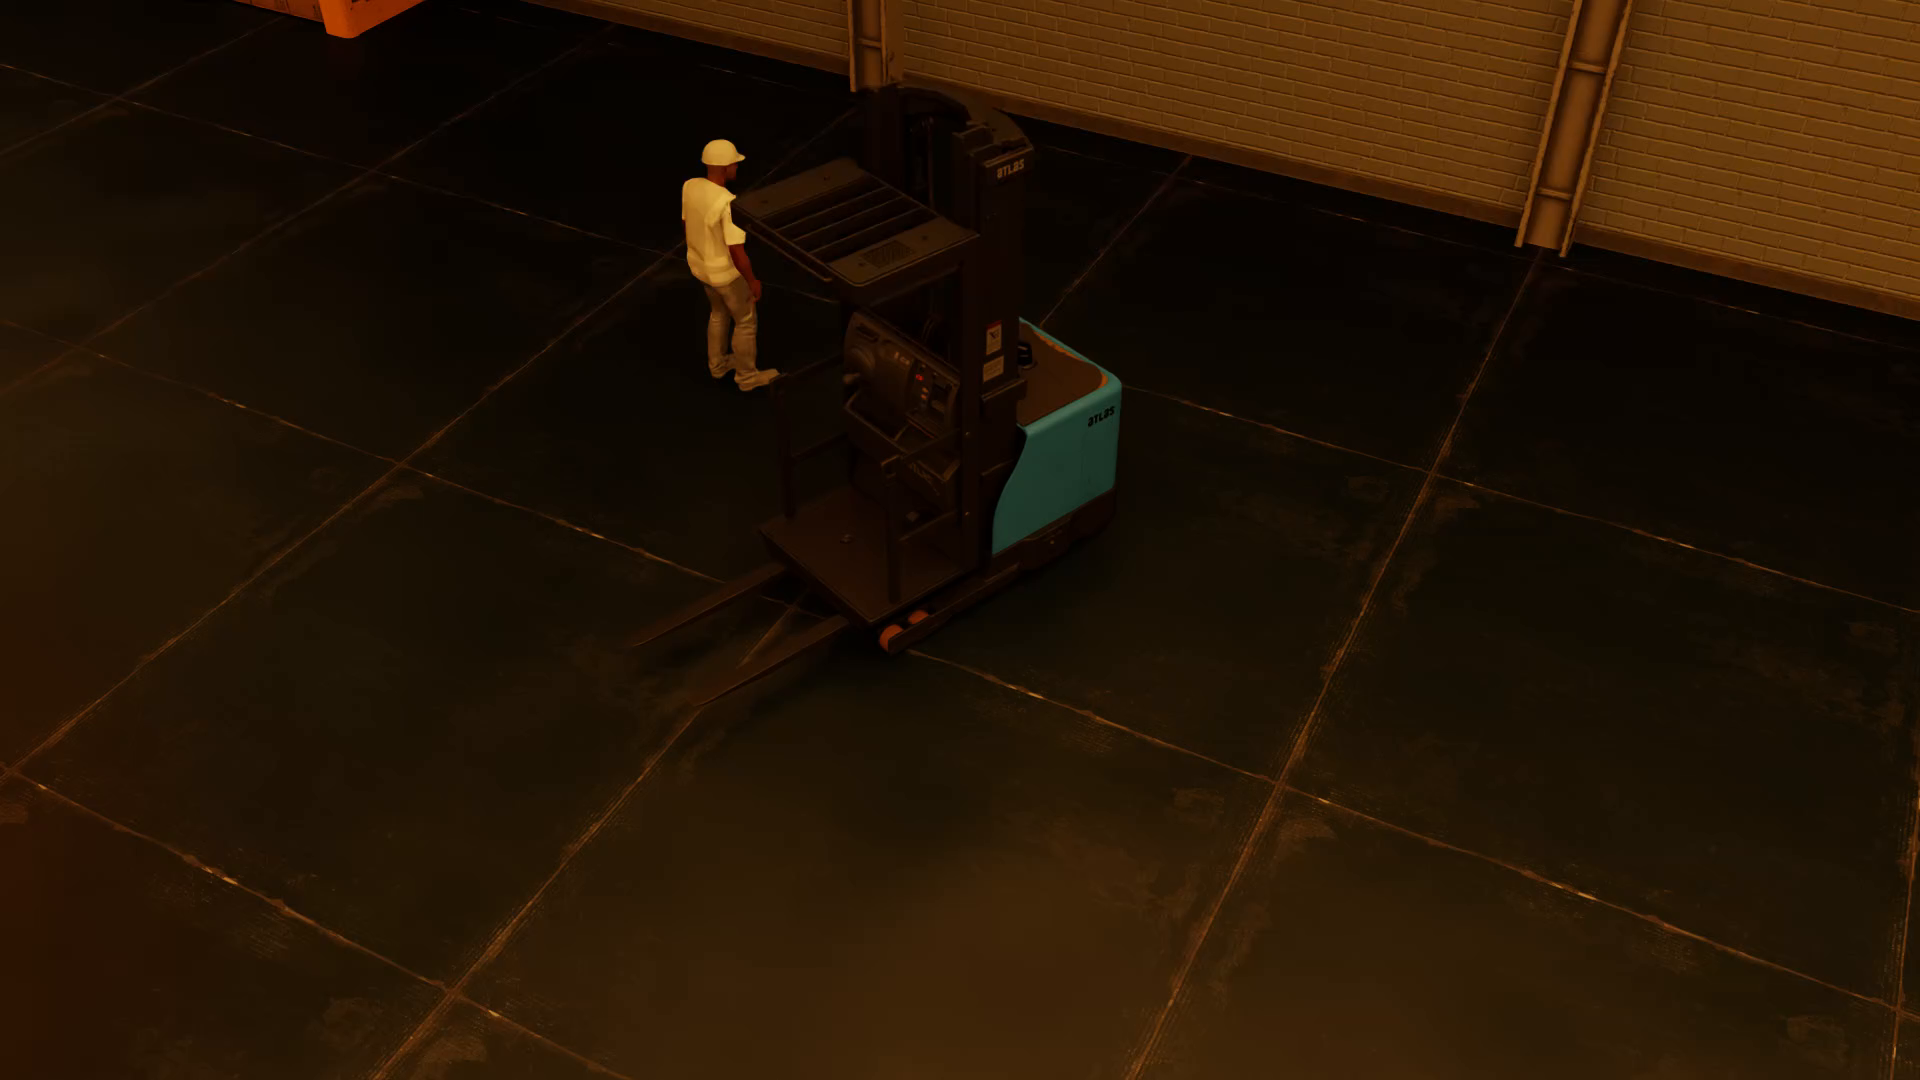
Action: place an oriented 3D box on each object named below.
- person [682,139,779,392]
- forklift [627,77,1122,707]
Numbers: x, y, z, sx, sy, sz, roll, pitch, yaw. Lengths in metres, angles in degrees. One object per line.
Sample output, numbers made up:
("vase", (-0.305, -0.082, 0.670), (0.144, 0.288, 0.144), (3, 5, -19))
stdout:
("person", (-1.556, -1.817, 11.060), (0.450, 1.755, 0.670), (-31, 49, -32))
("forklift", (-0.484, -0.856, 9.003), (3.031, 2.935, 1.130), (-29, 48, -30))
